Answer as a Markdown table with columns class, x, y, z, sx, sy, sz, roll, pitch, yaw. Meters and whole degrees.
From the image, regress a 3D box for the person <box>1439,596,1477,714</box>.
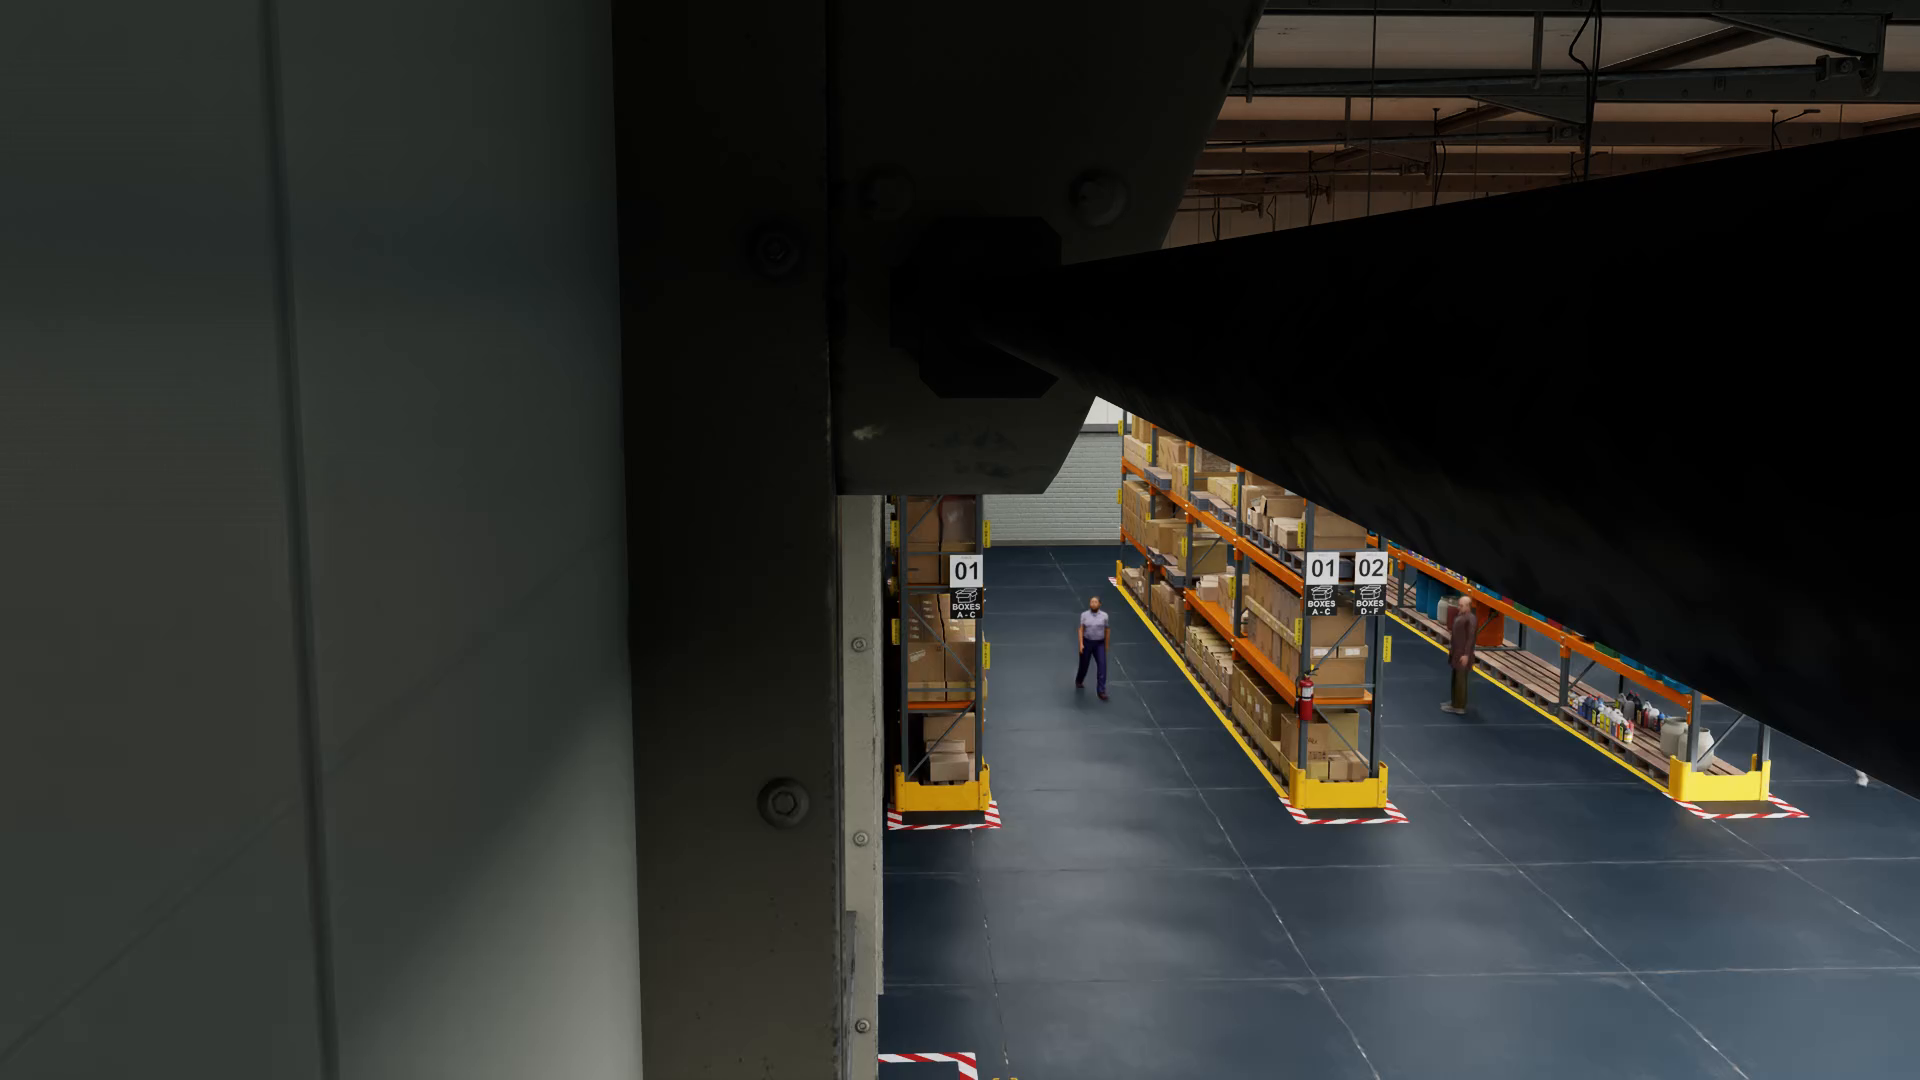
| class | x | y | z | sx | sy | sz | roll | pitch | yaw |
| --- | --- | --- | --- | --- | --- | --- | --- | --- | --- |
| person | 7.569 | 1.737 | 25.281 | 0.469 | 1.785 | 0.629 | 0 | 8 | 3 |

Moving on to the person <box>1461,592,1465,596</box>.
| class | x | y | z | sx | sy | sz | roll | pitch | yaw |
| --- | --- | --- | --- | --- | --- | --- | --- | --- | --- |
| person | 10.455 | 0.561 | 33.657 | 0.561 | 1.643 | 0.946 | -2 | 9 | -12 |

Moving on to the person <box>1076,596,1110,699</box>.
| class | x | y | z | sx | sy | sz | roll | pitch | yaw |
| --- | --- | --- | --- | --- | --- | --- | --- | --- | --- |
| person | 2.109 | 1.671 | 26.325 | 0.543 | 1.595 | 0.940 | -2 | 9 | -12 |

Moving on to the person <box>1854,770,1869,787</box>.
| class | x | y | z | sx | sy | sz | roll | pitch | yaw |
| --- | --- | --- | --- | --- | --- | --- | --- | --- | --- |
| person | 11.886 | 2.312 | 21.536 | 0.480 | 1.725 | 1.064 | 4 | 9 | 25 |
